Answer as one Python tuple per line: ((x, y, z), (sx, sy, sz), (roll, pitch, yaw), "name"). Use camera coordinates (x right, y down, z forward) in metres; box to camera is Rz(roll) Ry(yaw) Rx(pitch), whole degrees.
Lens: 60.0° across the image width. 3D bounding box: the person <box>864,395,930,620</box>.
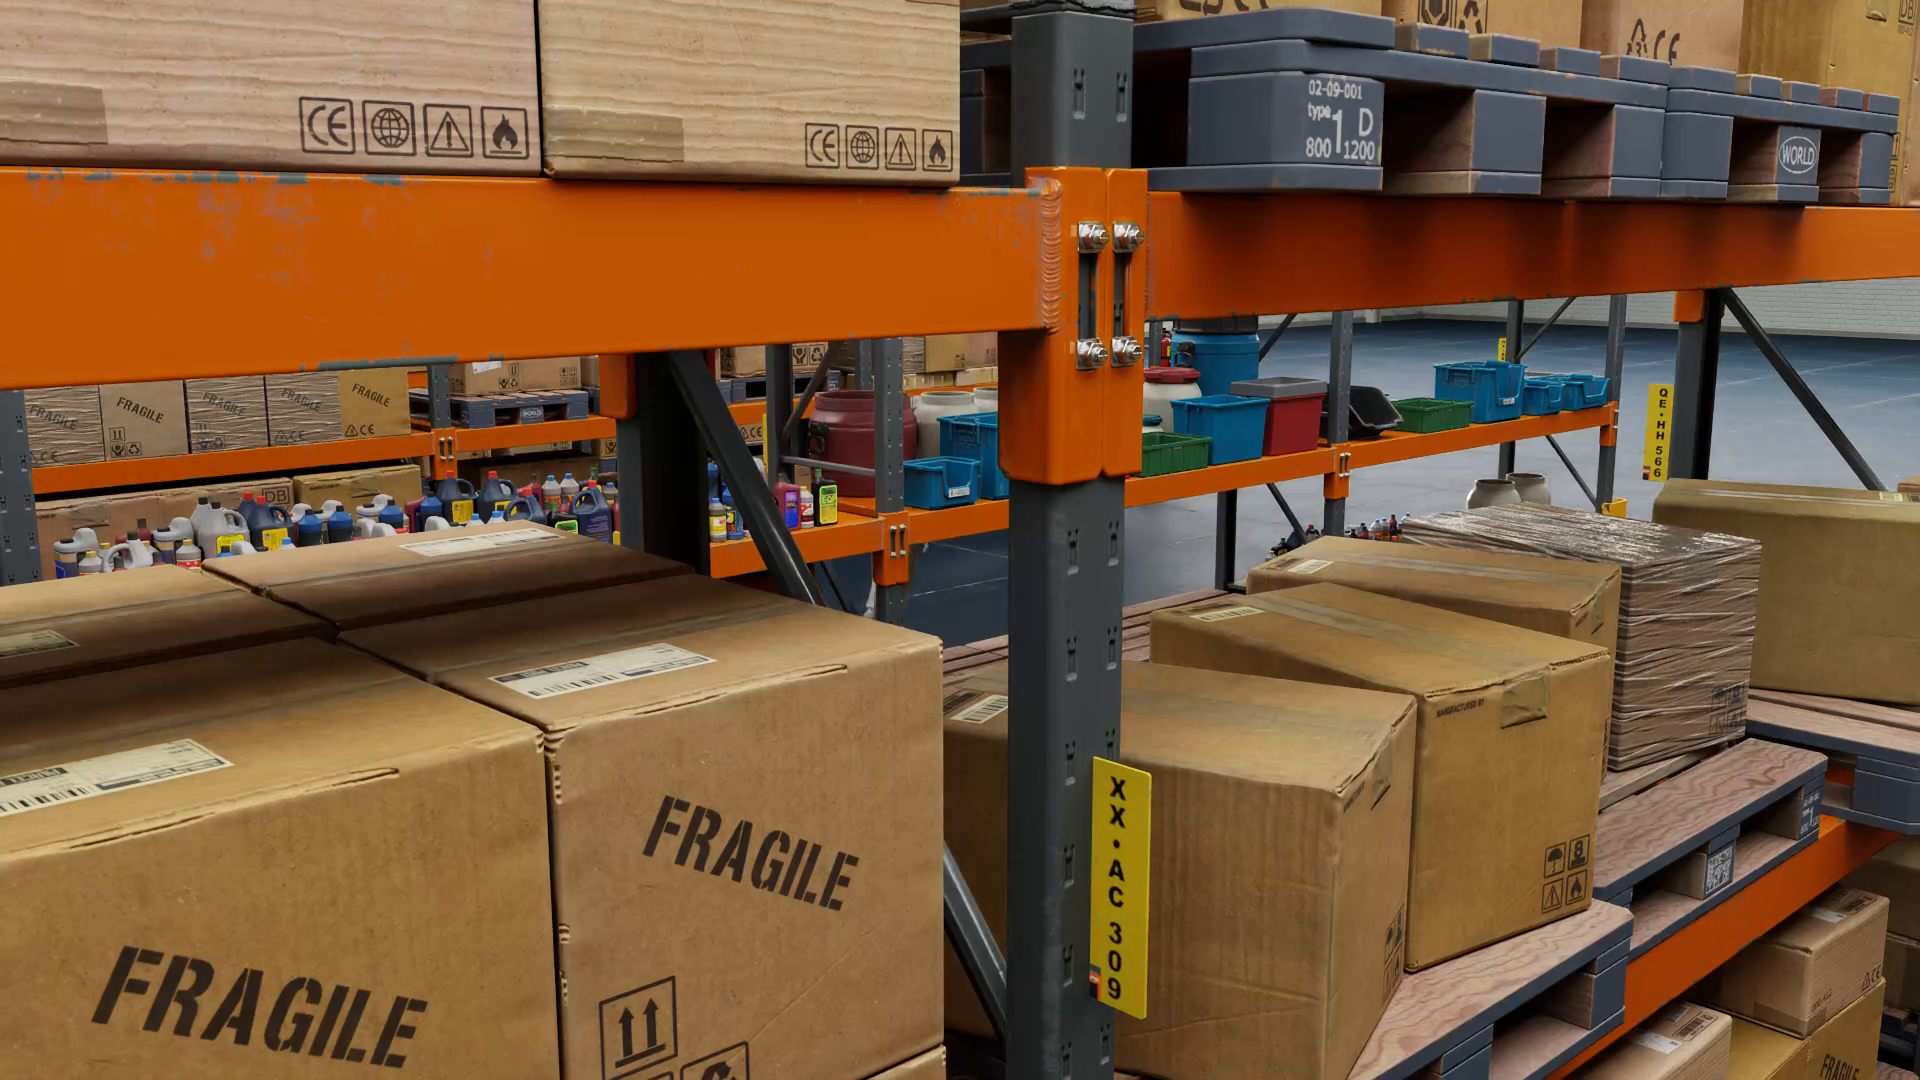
((-0.412, -0.104, 10.879), (0.527, 1.667, 0.480), (6, 12, 30), "person")
